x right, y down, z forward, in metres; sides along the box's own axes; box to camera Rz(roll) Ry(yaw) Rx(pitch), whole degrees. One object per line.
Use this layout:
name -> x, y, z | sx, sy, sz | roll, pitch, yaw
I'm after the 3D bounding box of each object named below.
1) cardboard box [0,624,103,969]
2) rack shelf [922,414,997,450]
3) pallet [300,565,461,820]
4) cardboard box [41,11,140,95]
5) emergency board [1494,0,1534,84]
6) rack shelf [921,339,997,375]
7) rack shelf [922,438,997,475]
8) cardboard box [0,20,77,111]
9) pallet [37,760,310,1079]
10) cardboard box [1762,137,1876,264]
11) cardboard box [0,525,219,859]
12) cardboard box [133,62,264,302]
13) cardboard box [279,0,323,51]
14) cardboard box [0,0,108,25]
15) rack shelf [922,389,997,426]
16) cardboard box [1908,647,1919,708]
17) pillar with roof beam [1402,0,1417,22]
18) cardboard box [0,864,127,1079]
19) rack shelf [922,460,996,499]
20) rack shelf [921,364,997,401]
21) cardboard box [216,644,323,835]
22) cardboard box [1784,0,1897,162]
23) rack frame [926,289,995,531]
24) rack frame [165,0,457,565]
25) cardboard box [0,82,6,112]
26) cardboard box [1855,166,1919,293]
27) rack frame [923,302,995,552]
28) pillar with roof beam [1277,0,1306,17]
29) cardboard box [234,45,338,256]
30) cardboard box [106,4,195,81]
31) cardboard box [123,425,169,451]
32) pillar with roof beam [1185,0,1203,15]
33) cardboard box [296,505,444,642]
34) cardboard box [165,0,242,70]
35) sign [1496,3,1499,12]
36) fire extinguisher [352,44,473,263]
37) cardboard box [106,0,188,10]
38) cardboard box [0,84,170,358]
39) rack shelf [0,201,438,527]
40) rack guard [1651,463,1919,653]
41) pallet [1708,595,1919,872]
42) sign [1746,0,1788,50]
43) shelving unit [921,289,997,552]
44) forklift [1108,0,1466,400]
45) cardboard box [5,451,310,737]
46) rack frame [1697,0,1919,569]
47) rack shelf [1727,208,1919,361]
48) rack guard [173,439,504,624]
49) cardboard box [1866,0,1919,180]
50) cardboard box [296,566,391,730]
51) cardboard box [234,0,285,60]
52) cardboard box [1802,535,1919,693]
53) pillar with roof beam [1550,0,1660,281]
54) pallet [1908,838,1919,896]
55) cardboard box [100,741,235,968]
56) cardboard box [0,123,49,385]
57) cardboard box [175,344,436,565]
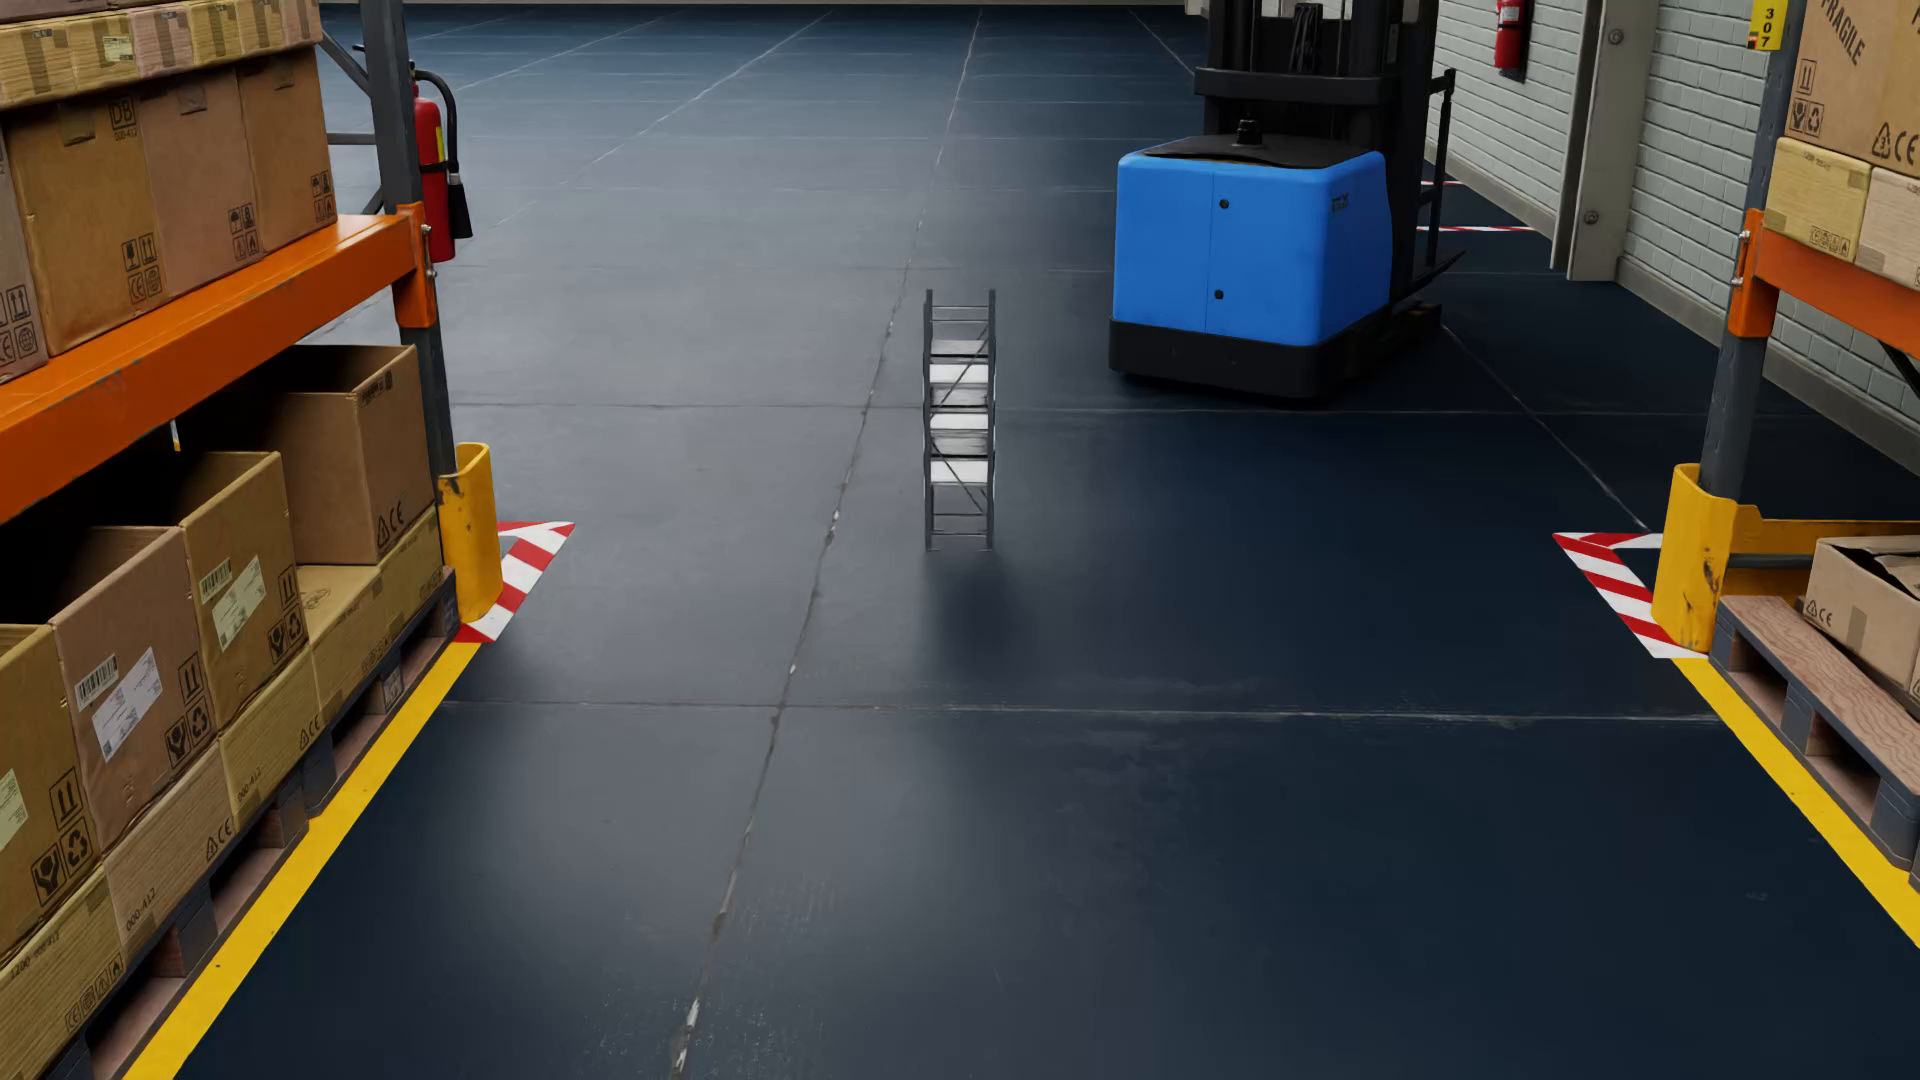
cardboard box -> -1.889, 0.469, 2.858 | 0.500, 0.500, 0.500 | 1, 21, 2
rack shelf -> 0.000, -0.386, 5.871 | 0.258, 0.077, 0.200 | 1, 21, 2
pallet -> -2.106, 0.389, 4.735 | 1.003, 0.211, 1.213 | 1, 21, 2
cardboard box -> -1.977, -1.024, 3.486 | 0.380, 0.149, 0.250 | 1, 21, 3
emergency board -> 3.966, -3.935, 12.023 | 0.194, 1.169, 0.643 | 1, 21, 2
rack shelf -> 0.000, -0.637, 5.773 | 0.258, 0.077, 0.200 | 1, 21, 2
rack shelf -> 0.000, -0.302, 5.903 | 0.258, 0.077, 0.200 | 1, 21, 2
cardboard box -> -1.983, -0.929, 3.241 | 0.380, 0.149, 0.250 | 1, 21, 3
pallet -> -2.145, 0.829, 3.601 | 1.003, 0.211, 1.213 | 1, 21, 2
cardboard box -> 2.495, -0.901, 4.385 | 0.500, 0.250, 0.500 | 0, 21, 0
cardboard box -> -1.875, 0.288, 3.324 | 0.500, 0.500, 0.500 | 1, 21, 2
cardboard box -> -2.162, -0.876, 4.002 | 0.700, 0.500, 0.500 | 1, 21, 3
cardboard box -> -1.945, -1.397, 4.447 | 0.380, 0.149, 0.250 | 0, 21, 1
cardboard box -> -2.178, -1.279, 3.247 | 0.700, 0.500, 0.500 | 1, 21, 2
rack shelf -> 0.000, -0.469, 5.838 | 0.258, 0.077, 0.200 | 1, 21, 2
cardboard box -> 2.699, 0.369, 4.041 | 0.500, 0.311, 0.500 | 2, 21, 6
pillar with roof beam -> -0.267, -8.055, 14.349 | 9.100, 9.000, 0.400 | 1, 21, 2
cardboard box -> -1.888, 0.819, 2.993 | 0.500, 0.250, 0.500 | 1, 21, 2
rack shelf -> 0.000, -0.218, 5.936 | 0.258, 0.077, 0.200 | 1, 21, 2
rack shelf -> 0.000, -0.553, 5.806 | 0.258, 0.077, 0.200 | 1, 21, 2
cardboard box -> -1.862, 0.457, 3.925 | 0.500, 0.250, 0.500 | 1, 21, 2
cardboard box -> 2.512, -1.255, 4.259 | 0.500, 0.500, 0.500 | 1, 21, 2
rack frame -> 0.003, -0.453, 5.953 | 0.240, 0.900, 0.006 | 1, 21, 2
rack frame -> -2.124, -1.188, 4.944 | 1.000, 3.000, 0.127 | 1, 21, 2
cardboard box -> -1.990, -0.836, 3.002 | 0.380, 0.149, 0.250 | 0, 21, 1
cardboard box -> 2.494, -0.713, 3.901 | 0.500, 0.250, 0.500 | 0, 21, 0
rack frame -> -0.003, -0.380, 5.764 | 0.240, 0.900, 0.006 | 1, 21, 2
pillar with roof beam -> -0.085, -10.225, 19.941 | 9.100, 9.000, 0.400 | 1, 21, 2
cardboard box -> -2.151, -1.066, 4.491 | 0.700, 0.500, 0.500 | 1, 21, 2
cardboard box -> -1.969, -1.119, 3.731 | 0.380, 0.149, 0.250 | 1, 21, 2
cardboard box -> -2.376, -0.079, 4.271 | 0.500, 0.500, 0.500 | 1, 21, 2
pillar with roof beam -> 0.280, -14.563, 31.123 | 9.100, 9.000, 0.400 | 1, 21, 2
cardboard box -> -1.845, 0.095, 4.857 | 0.500, 0.250, 0.500 | 1, 21, 2
cardboard box -> -1.960, -1.210, 3.965 | 0.380, 0.149, 0.250 | 0, 21, 1
sign -> 4.086, -4.150, 12.529 | 0.001, 0.329, 0.234 | 1, 21, 2
fire extinguisher -> -1.656, -1.190, 5.055 | 0.296, 0.674, 0.183 | 1, 21, 2
cardboard box -> -2.163, -1.461, 3.717 | 0.700, 0.500, 0.500 | 0, 21, 0
cardboard box -> -2.183, -0.697, 3.539 | 0.700, 0.500, 0.500 | 1, 21, 2
rack shelf -> -2.185, -0.130, 3.211 | 1.077, 0.370, 4.000 | 1, 21, 2
rack guard -> 2.825, 0.058, 5.189 | 1.175, 0.500, 0.348 | 1, 21, 2
pallet -> 2.765, 0.486, 4.485 | 1.003, 0.211, 1.213 | 1, 21, 2
sign -> 2.285, -1.544, 4.666 | 0.100, 0.325, 0.005 | 1, 21, 2
shelving unit -> 0.000, -0.417, 5.859 | 0.258, 0.900, 0.210 | 1, 21, 2
forklift -> 1.913, -2.483, 8.375 | 1.130, 2.935, 3.031 | 13, 25, 29
cardboard box -> -1.859, 0.107, 3.790 | 0.500, 0.500, 0.500 | 1, 21, 2
rack frame -> 2.827, -1.135, 4.807 | 1.000, 3.000, 0.127 | 1, 21, 2
rack shelf -> 2.767, -0.076, 3.074 | 1.077, 0.370, 4.000 | 1, 21, 2
rack guard -> -2.123, -0.031, 5.419 | 1.175, 0.500, 0.348 | 1, 21, 2
cardboard box -> 2.487, -1.076, 3.798 | 0.500, 0.500, 0.500 | 1, 21, 2
cardboard box -> -1.848, 0.276, 4.391 | 0.500, 0.250, 0.500 | 1, 21, 2
cardboard box -> -1.952, -1.302, 4.203 | 0.380, 0.149, 0.250 | 1, 21, 3
cardboard box -> 2.716, 0.163, 4.572 | 0.500, 0.311, 0.500 | -2, 21, -4
pillar with roof beam -> -0.450, -5.886, 8.758 | 9.100, 9.000, 0.400 | 1, 21, 2
pallet -> 2.725, 0.926, 3.351 | 1.003, 0.211, 1.213 | 1, 21, 2
cardboard box -> -1.879, 0.638, 3.459 | 0.500, 0.250, 0.500 | 1, 21, 2
cardboard box -> -2.196, -0.506, 3.049 | 0.700, 0.500, 0.500 | 1, 21, 3
cardboard box -> -1.843, -0.254, 4.722 | 0.500, 0.500, 0.500 | 1, 21, 2
